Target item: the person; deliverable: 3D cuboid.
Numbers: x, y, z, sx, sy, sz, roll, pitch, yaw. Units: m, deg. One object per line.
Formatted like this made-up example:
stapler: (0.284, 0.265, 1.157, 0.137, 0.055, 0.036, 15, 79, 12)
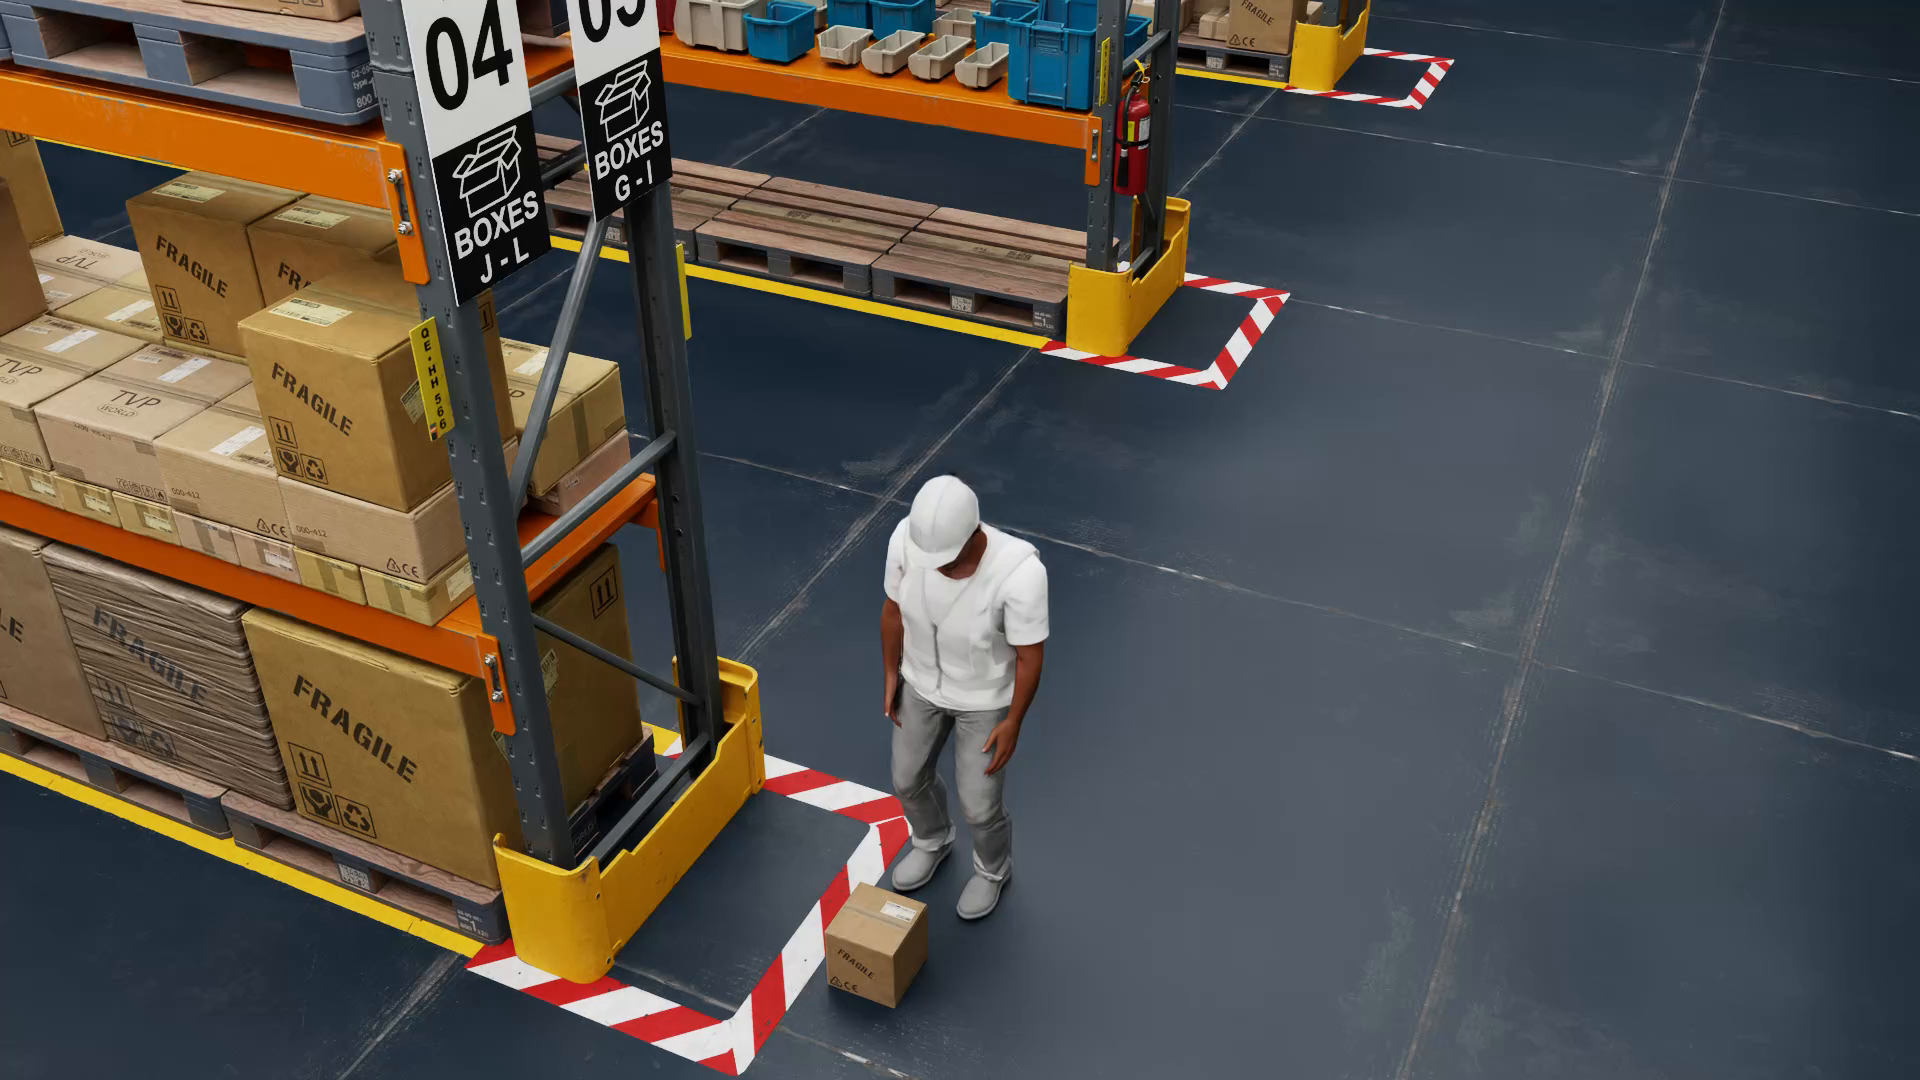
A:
person: (-0.005, 0.504, 5.406, 0.591, 1.715, 0.453, 19, 38, 26)
